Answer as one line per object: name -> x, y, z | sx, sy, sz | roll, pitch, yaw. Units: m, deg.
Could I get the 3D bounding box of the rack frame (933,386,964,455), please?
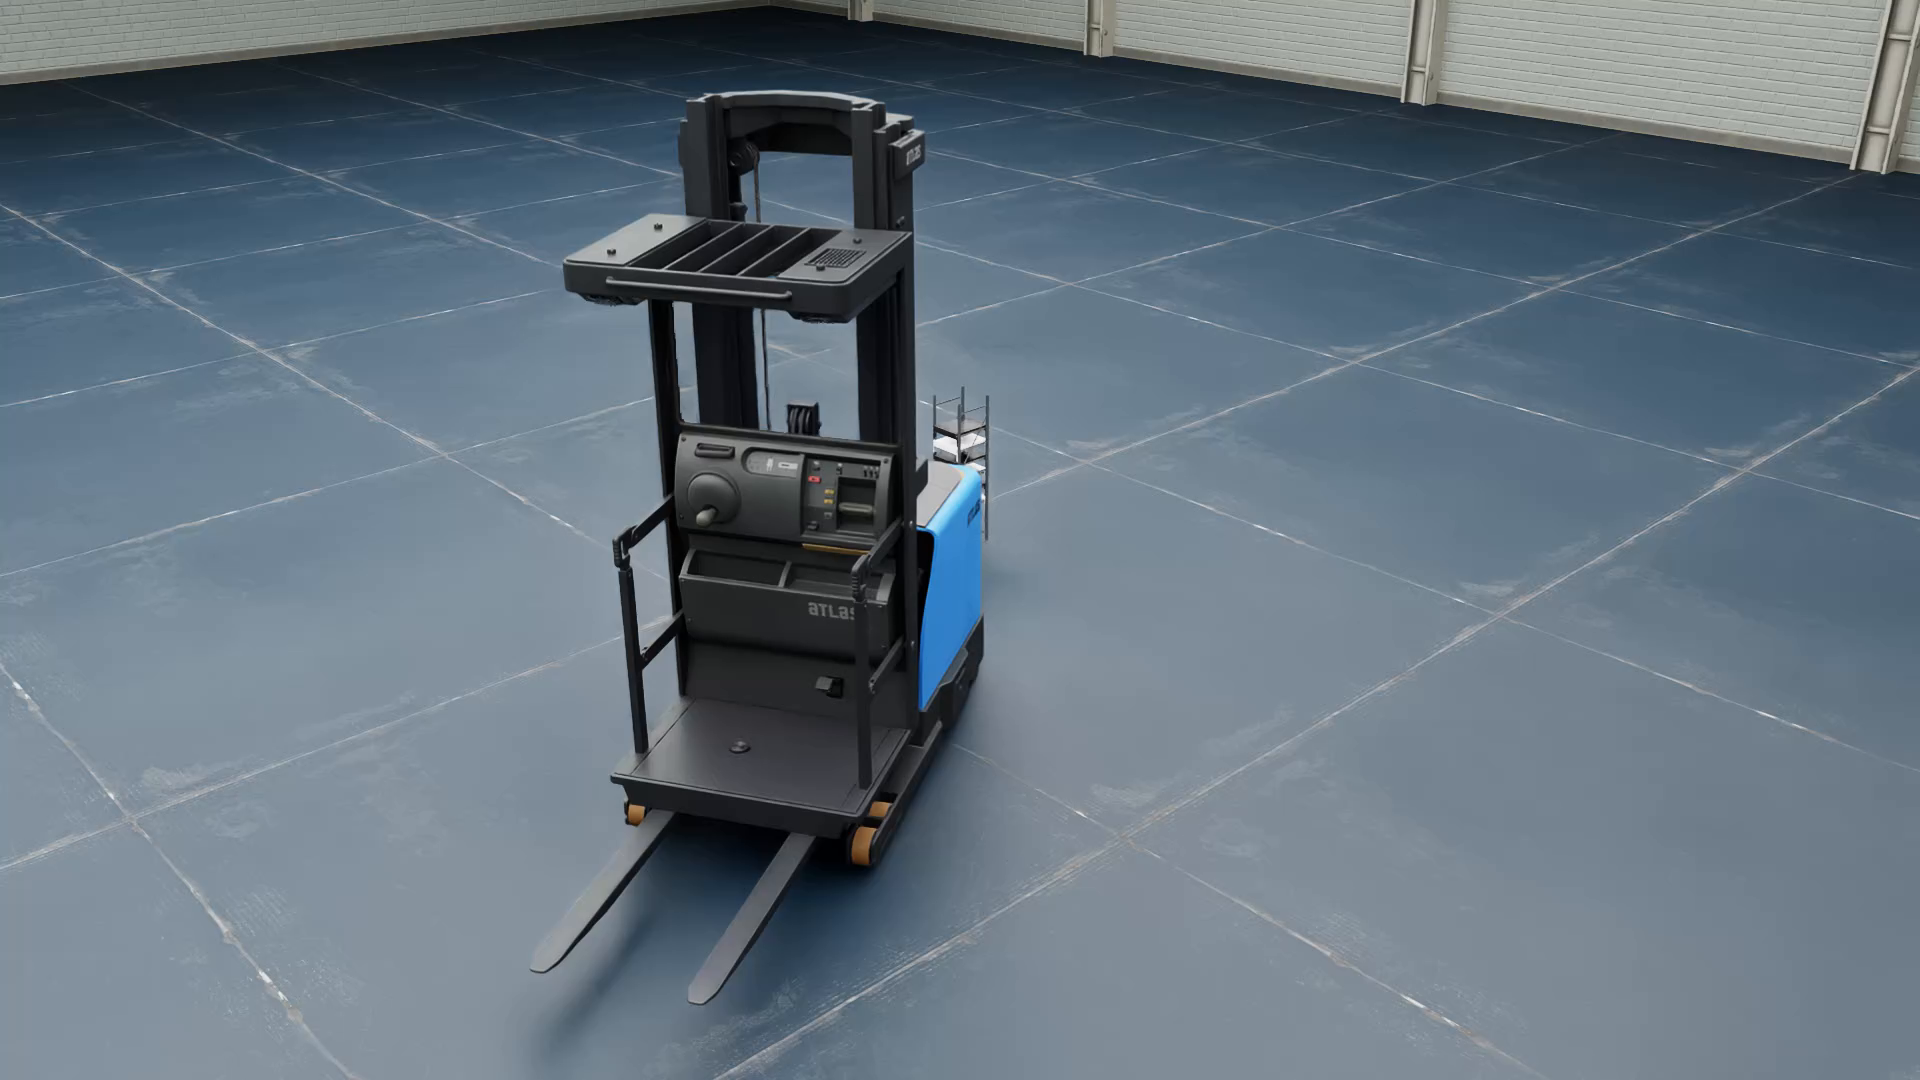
rack frame -> -0.064, -0.438, 9.625 | 0.240, 0.900, 0.006 | -21, 32, -38

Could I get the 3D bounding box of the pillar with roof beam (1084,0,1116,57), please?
pillar with roof beam -> -0.888, -10.753, 22.479 | 9.100, 9.000, 0.400 | -21, 32, -38

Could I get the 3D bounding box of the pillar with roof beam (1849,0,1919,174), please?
pillar with roof beam -> 7.314, -7.117, 14.509 | 9.100, 9.000, 0.400 | -21, 32, -38

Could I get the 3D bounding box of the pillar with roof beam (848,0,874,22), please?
pillar with roof beam -> -4.989, -12.571, 26.463 | 9.100, 9.000, 0.400 | -21, 32, -38

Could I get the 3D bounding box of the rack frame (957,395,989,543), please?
rack frame -> 0.075, -0.376, 9.490 | 0.240, 0.900, 0.006 | -21, 32, -38

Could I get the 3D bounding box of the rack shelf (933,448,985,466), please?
rack shelf -> 0.006, -0.459, 9.534 | 0.258, 0.077, 0.200 | -21, 32, -38

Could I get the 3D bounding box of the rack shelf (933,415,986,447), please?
rack shelf -> 0.006, -0.622, 9.460 | 0.258, 0.077, 0.200 | -21, 32, -38

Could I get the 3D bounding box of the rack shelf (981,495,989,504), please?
rack shelf -> 0.006, -0.213, 9.646 | 0.258, 0.077, 0.200 | -21, 32, -38

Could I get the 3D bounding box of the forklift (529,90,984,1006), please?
forklift -> -0.783, -0.176, 6.604 | 1.130, 2.935, 3.031 | 7, 25, 15

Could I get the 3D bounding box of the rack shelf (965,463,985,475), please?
rack shelf -> 0.006, -0.377, 9.572 | 0.258, 0.077, 0.200 | -21, 32, -38

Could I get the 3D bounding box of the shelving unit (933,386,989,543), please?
shelving unit -> 0.006, -0.407, 9.558 | 0.258, 0.900, 0.210 | -21, 32, -38

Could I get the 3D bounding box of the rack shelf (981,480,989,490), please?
rack shelf -> 0.006, -0.295, 9.609 | 0.258, 0.077, 0.200 | -21, 32, -38

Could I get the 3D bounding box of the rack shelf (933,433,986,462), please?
rack shelf -> 0.006, -0.540, 9.497 | 0.258, 0.077, 0.200 | -21, 32, -38

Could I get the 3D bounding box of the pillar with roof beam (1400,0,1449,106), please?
pillar with roof beam -> 3.213, -8.935, 18.494 | 9.100, 9.000, 0.400 | -21, 32, -38
